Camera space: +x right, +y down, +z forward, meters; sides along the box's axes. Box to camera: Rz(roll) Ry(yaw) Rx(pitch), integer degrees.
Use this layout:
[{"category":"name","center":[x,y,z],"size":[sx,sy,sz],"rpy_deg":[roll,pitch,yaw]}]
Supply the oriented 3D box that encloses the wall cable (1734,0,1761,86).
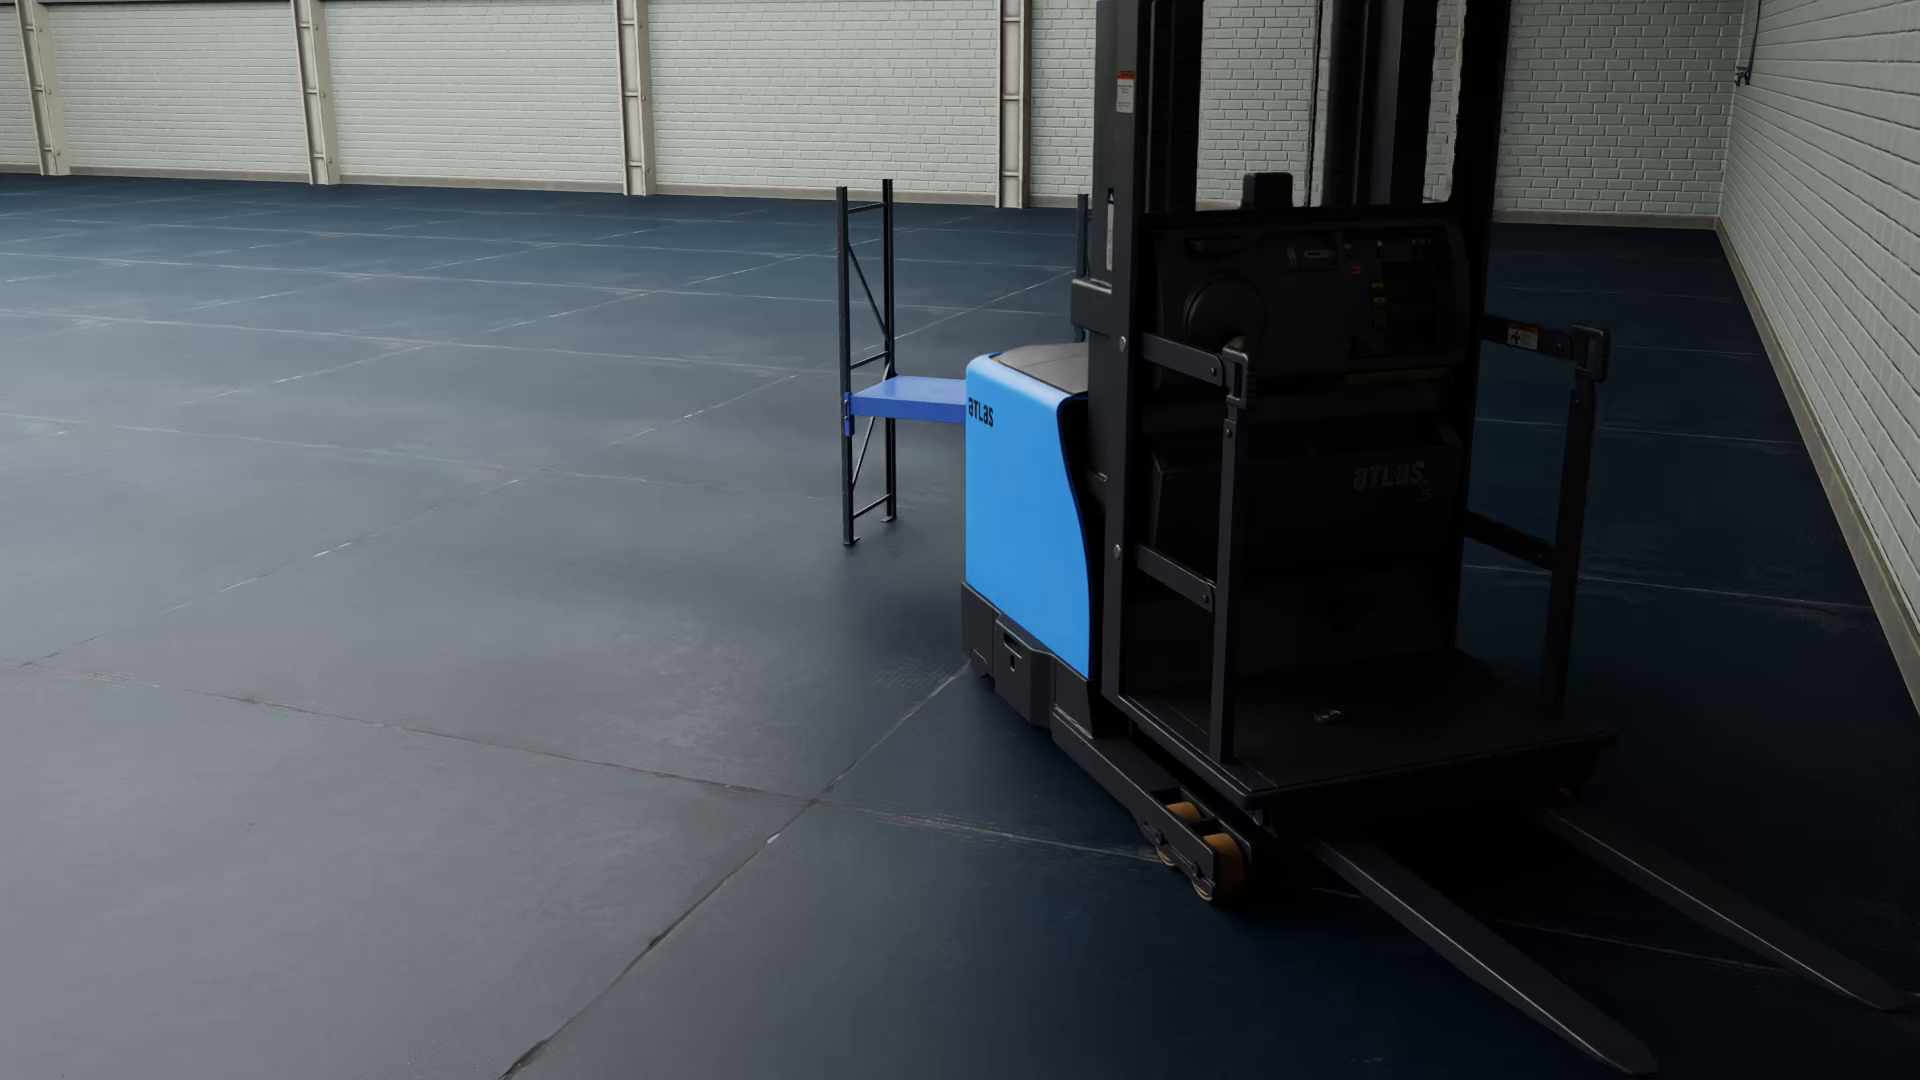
[{"category":"wall cable","center":[8.567,-6.205,17.977],"size":[0.112,2.526,3.097],"rpy_deg":[6,17,21]}]

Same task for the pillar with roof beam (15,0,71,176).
[{"category":"pillar with roof beam","center":[-17.594,-9.679,24.374],"size":[0.400,9.000,9.100],"rpy_deg":[6,17,21]}]

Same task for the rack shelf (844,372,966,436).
[{"category":"rack shelf","center":[0.079,-0.539,6.985],"size":[1.000,0.185,0.538],"rpy_deg":[6,17,21]}]

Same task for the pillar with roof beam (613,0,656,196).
[{"category":"pillar with roof beam","center":[-6.431,-8.452,20.146],"size":[0.400,9.000,9.100],"rpy_deg":[6,17,21]}]

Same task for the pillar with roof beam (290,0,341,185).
[{"category":"pillar with roof beam","center":[-12.013,-9.066,22.260],"size":[0.400,9.000,9.100],"rpy_deg":[6,17,21]}]

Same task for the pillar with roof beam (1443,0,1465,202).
[{"category":"pillar with roof beam","center":[4.732,-7.224,15.918],"size":[0.400,9.000,9.100],"rpy_deg":[6,17,21]}]

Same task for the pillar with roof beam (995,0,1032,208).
[{"category":"pillar with roof beam","center":[-0.850,-7.838,18.032],"size":[0.400,9.000,9.100],"rpy_deg":[6,17,21]}]

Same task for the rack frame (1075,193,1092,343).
[{"category":"rack frame","center":[0.552,-0.660,6.755],"size":[0.032,1.500,0.500],"rpy_deg":[6,17,21]}]

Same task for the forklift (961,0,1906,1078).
[{"category":"forklift","center":[1.001,-0.647,4.146],"size":[1.130,2.935,3.031],"rpy_deg":[-6,17,-20]}]

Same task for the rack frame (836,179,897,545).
[{"category":"rack frame","center":[-0.394,-0.764,7.114],"size":[0.032,1.500,0.500],"rpy_deg":[6,17,21]}]

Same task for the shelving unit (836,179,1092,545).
[{"category":"shelving unit","center":[0.079,-0.712,6.934],"size":[1.048,1.500,0.538],"rpy_deg":[6,17,21]}]
